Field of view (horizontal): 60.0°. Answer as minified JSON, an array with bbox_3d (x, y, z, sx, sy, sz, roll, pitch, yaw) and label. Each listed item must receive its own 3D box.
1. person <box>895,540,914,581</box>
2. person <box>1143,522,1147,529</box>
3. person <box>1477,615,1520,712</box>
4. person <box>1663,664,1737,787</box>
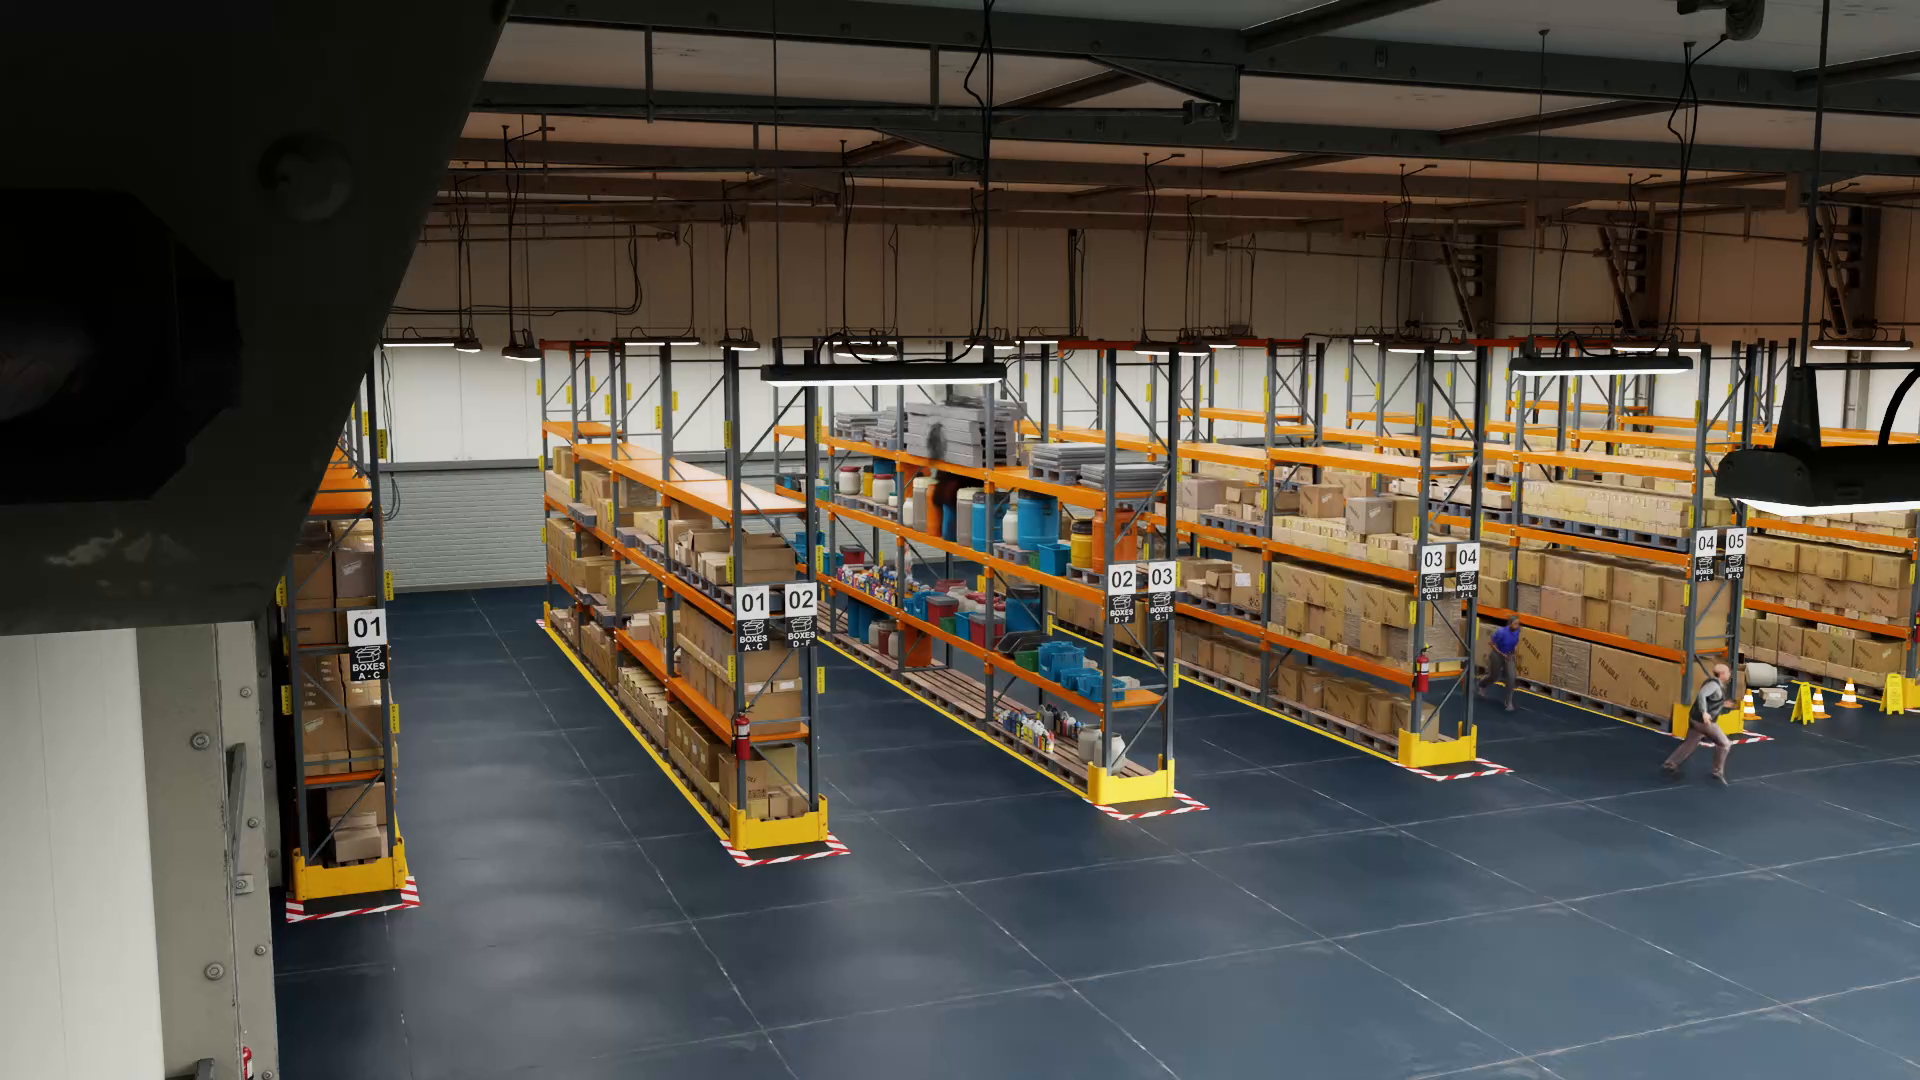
[{"bbox_3d":[-1.214,0.826,36.106,0.510,1.695,0.752,-5,9,-31],"label":"person"},{"bbox_3d":[4.619,0.243,41.060,0.590,1.560,0.645,5,9,32],"label":"person"},{"bbox_3d":[8.963,1.987,27.630,0.609,1.616,0.962,-3,8,-22],"label":"person"},{"bbox_3d":[10.224,2.541,22.923,0.919,1.712,0.676,2,8,15],"label":"person"}]
